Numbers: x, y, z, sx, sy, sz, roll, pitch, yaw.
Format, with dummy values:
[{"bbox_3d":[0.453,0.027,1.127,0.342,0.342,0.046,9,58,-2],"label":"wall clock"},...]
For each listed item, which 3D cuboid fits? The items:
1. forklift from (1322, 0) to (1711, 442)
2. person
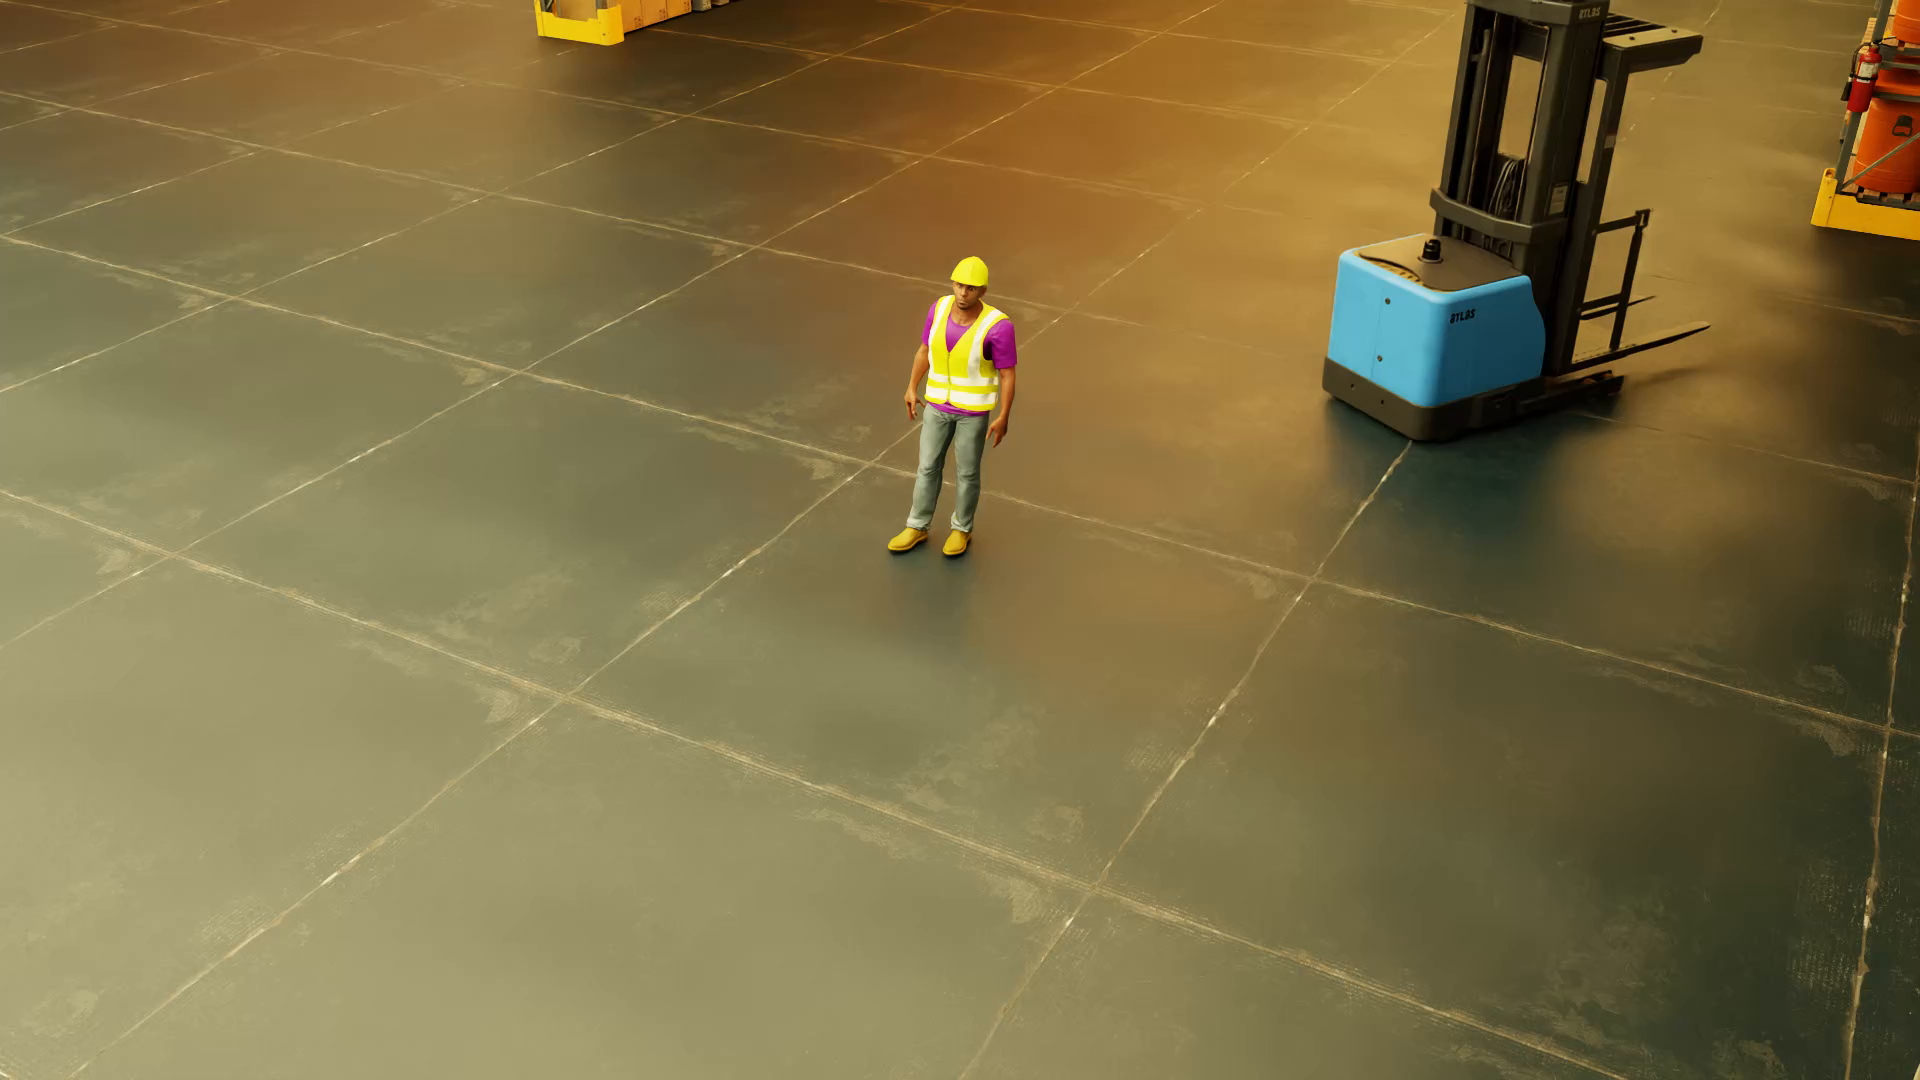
[{"bbox_3d":[4.089,-2.446,11.310,3.031,2.935,1.130,-16,34,-25],"label":"forklift"},{"bbox_3d":[-0.038,-0.742,9.507,0.666,1.768,0.575,15,33,25],"label":"person"}]
